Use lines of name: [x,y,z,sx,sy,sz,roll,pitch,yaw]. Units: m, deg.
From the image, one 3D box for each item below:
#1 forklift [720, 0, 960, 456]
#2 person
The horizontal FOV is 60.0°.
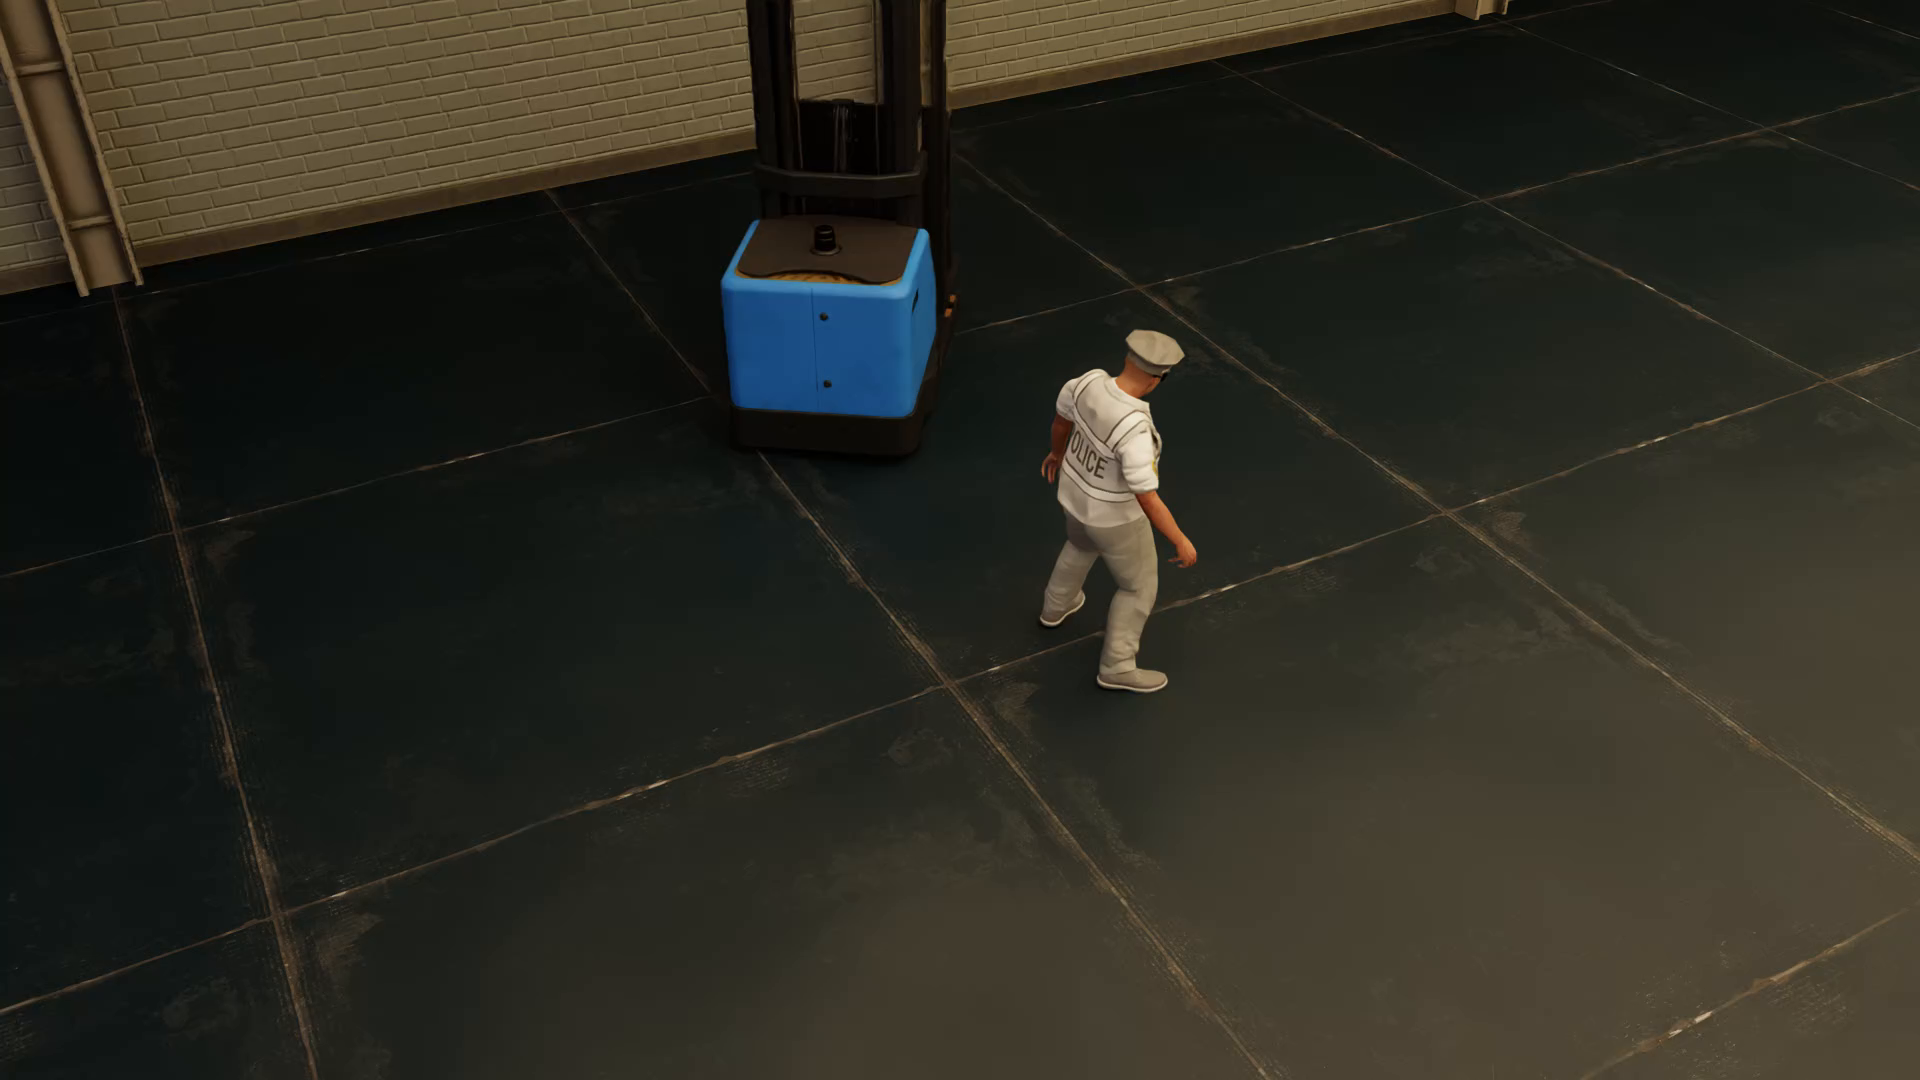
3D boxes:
forklift: [-0.593,-2.499,9.659,1.130,2.935,3.031,4,35,6]
person: [0.676,-0.153,7.428,0.427,1.686,0.917,-18,39,-23]
